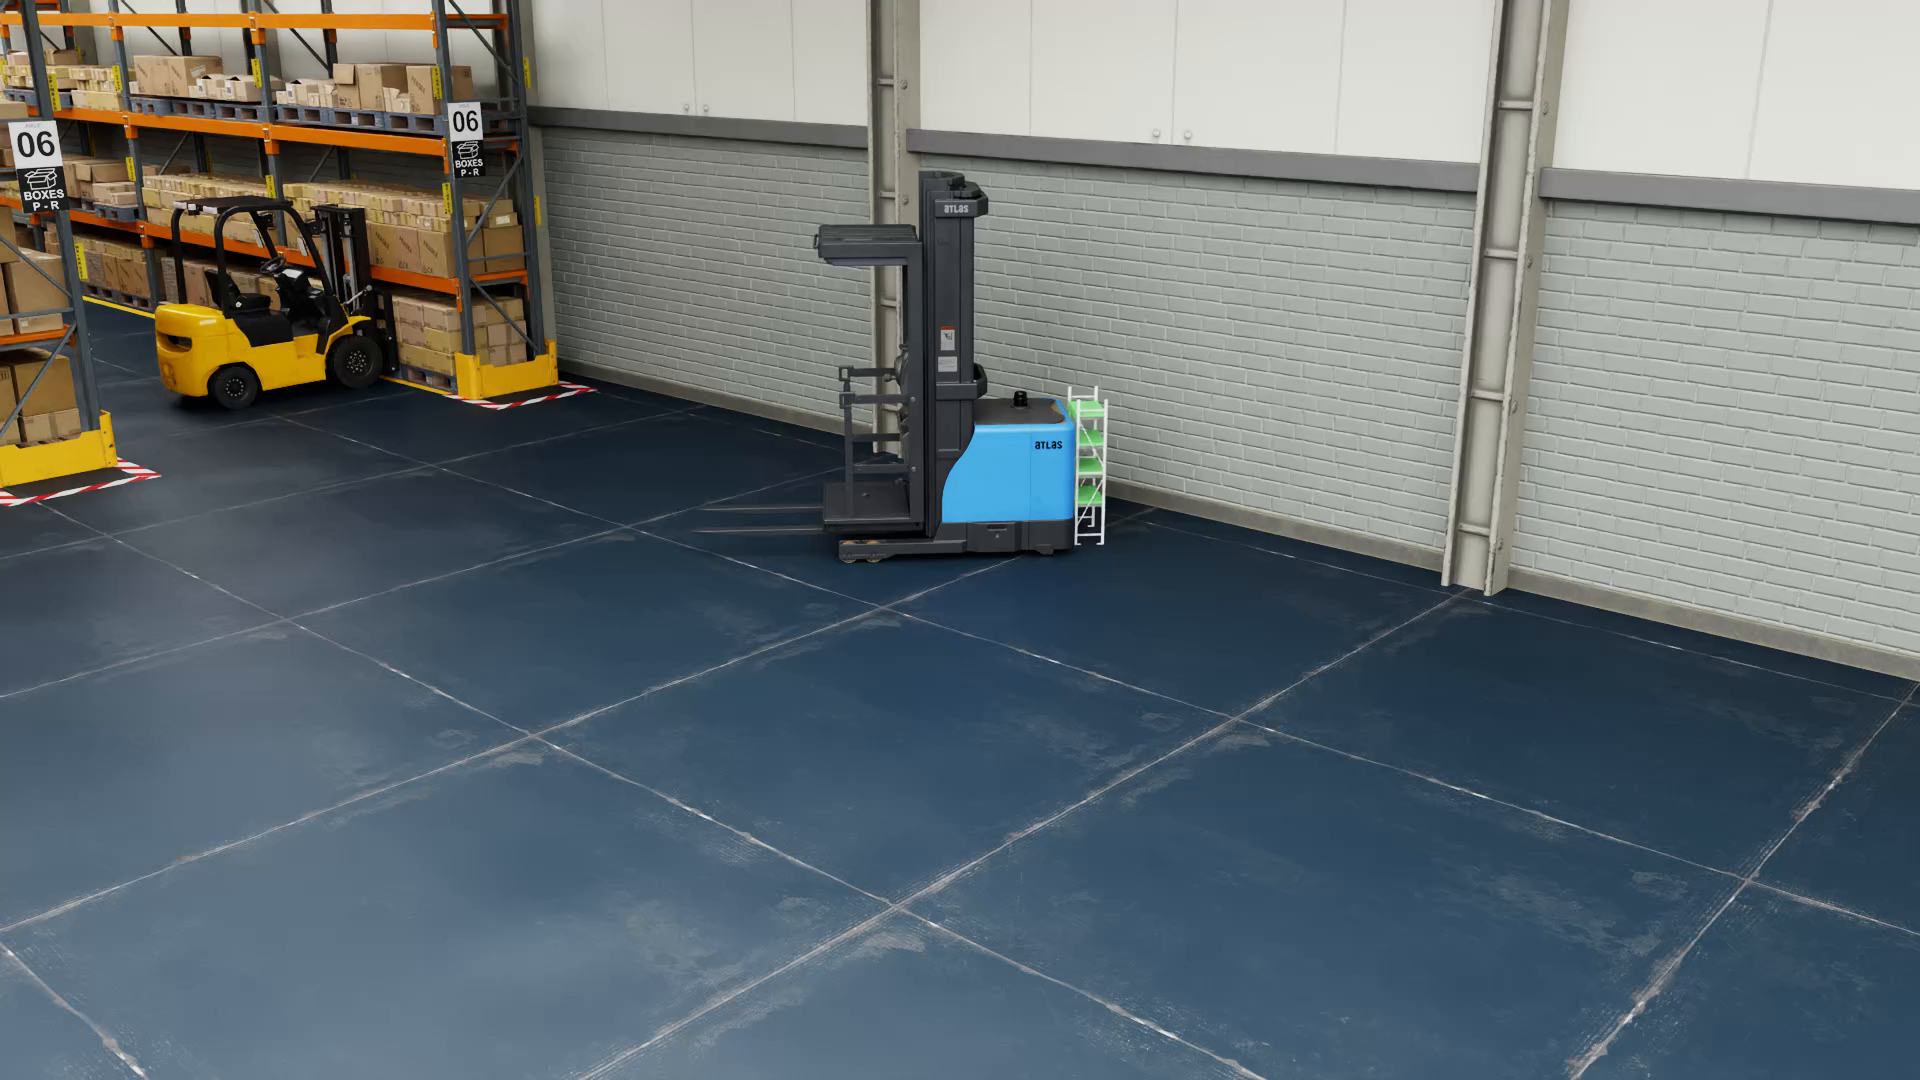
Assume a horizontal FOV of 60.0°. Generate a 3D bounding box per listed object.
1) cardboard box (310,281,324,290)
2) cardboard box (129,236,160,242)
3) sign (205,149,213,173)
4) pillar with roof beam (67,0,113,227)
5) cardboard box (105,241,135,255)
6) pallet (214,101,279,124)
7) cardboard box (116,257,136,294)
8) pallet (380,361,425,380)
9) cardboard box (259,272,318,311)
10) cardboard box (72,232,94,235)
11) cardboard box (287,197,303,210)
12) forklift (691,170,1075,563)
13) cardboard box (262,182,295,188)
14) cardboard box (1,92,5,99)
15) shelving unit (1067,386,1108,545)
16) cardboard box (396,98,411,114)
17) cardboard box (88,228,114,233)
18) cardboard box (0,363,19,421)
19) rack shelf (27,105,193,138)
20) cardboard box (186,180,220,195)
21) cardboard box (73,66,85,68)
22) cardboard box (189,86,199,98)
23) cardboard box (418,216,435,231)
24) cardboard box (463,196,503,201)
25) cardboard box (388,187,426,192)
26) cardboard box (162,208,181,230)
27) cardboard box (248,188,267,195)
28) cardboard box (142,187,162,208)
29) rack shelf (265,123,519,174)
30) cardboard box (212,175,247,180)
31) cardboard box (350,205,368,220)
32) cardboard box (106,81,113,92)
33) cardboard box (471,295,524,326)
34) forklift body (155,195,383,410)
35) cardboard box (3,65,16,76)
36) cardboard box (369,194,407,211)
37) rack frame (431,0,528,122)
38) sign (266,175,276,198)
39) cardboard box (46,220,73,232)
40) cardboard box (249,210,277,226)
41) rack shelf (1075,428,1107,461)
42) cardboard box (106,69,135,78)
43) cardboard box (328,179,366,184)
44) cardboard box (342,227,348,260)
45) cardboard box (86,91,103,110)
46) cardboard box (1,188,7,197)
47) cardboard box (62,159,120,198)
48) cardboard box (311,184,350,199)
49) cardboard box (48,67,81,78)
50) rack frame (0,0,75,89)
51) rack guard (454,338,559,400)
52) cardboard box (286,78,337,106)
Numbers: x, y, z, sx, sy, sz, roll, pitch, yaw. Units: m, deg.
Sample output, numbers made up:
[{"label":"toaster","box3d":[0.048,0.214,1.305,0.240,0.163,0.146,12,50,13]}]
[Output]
[{"label":"cardboard box","box3d":[-7.637,-3.050,20.463,0.500,0.250,0.500,15,23,39]},{"label":"cardboard box","box3d":[-12.344,-4.501,25.201,0.250,0.149,0.380,15,23,40]},{"label":"sign","box3d":[-10.792,-5.438,23.875,0.005,0.325,0.100,15,23,39]},{"label":"pillar with roof beam","box3d":[-16.930,-7.793,23.290,0.400,9.000,9.100,15,23,39]},{"label":"cardboard box","box3d":[-12.442,-4.344,24.706,0.250,0.149,0.380,15,23,38]},{"label":"pallet","box3d":[-8.835,-5.470,21.246,1.217,0.209,0.805,14,22,37]},{"label":"cardboard box","box3d":[-11.984,-3.908,24.406,0.500,0.500,0.500,15,23,38]},{"label":"pallet","box3d":[-6.683,-2.214,20.239,1.213,0.211,1.003,15,23,39]},{"label":"cardboard box","box3d":[-8.564,-3.128,21.740,0.625,0.625,0.875,16,24,42]},{"label":"cardboard box","box3d":[-13.600,-4.662,25.709,0.250,0.149,0.380,14,22,36]},{"label":"cardboard box","box3d":[-8.103,-4.191,20.619,0.250,0.149,0.380,15,23,38]},{"label":"forklift","box3d":[-0.629,-1.383,13.125,3.031,2.935,1.130,-1,18,-4]},{"label":"cardboard box","box3d":[-9.013,-4.652,22.072,0.250,0.149,0.380,15,23,39]},{"label":"cardboard box","box3d":[-14.615,-6.879,25.784,0.250,0.149,0.380,15,23,39]},{"label":"shelving unit","box3d":[1.026,-0.609,13.548,0.258,1.200,0.503,-1,18,-4]},{"label":"cardboard box","box3d":[-5.996,-4.810,18.405,0.250,0.149,0.380,14,22,38]},{"label":"cardboard box","box3d":[-13.483,-4.821,26.210,0.250,0.149,0.380,15,23,39]},{"label":"cardboard box","box3d":[-9.239,-1.379,15.610,0.500,0.500,0.500,15,23,40]},{"label":"rack shelf","box3d":[-12.654,-6.249,24.573,4.000,0.370,1.077,15,23,39]},{"label":"cardboard box","box3d":[-10.143,-4.730,22.319,0.250,0.149,0.380,16,23,40]},{"label":"cardboard box","box3d":[-12.915,-6.958,24.683,0.250,0.149,0.380,15,23,40]},{"label":"cardboard box","box3d":[-9.767,-5.822,21.595,0.250,0.149,0.380,15,23,39]},{"label":"cardboard box","box3d":[-5.831,-3.562,18.638,0.250,0.149,0.380,16,23,40]},{"label":"cardboard box","box3d":[-5.441,-3.836,19.011,0.250,0.149,0.380,16,24,41]},{"label":"cardboard box","box3d":[-6.622,-4.138,19.961,0.250,0.149,0.380,16,24,41]},{"label":"cardboard box","box3d":[-10.616,-4.442,22.899,0.500,0.250,0.500,14,23,38]},{"label":"cardboard box","box3d":[-8.922,-4.441,21.409,0.250,0.149,0.380,15,23,39]},{"label":"cardboard box","box3d":[-11.005,-4.777,23.127,0.500,0.250,0.500,15,23,39]},{"label":"rack shelf","box3d":[-6.670,-4.642,19.512,4.000,0.370,1.077,15,23,39]},{"label":"cardboard box","box3d":[-10.127,-4.971,23.079,0.250,0.149,0.380,14,23,38]},{"label":"cardboard box","box3d":[-6.959,-3.876,19.627,0.250,0.149,0.380,14,23,38]},{"label":"cardboard box","box3d":[-11.764,-6.382,23.392,0.250,0.149,0.380,14,23,38]},{"label":"cardboard box","box3d":[-5.408,-2.660,19.231,0.500,0.250,0.500,15,23,38]},{"label":"forklift body","box3d":[-7.804,-2.717,18.619,1.214,2.155,2.313,15,23,39]},{"label":"cardboard box","box3d":[-14.218,-7.104,25.142,0.250,0.149,0.380,16,24,41]},{"label":"cardboard box","box3d":[-6.604,-3.910,19.245,0.250,0.149,0.380,16,23,40]},{"label":"rack frame","box3d":[-5.175,-6.013,17.684,0.127,3.000,1.000,15,23,39]},{"label":"sign","box3d":[-8.519,-4.347,20.566,0.005,0.325,0.100,15,23,39]},{"label":"cardboard box","box3d":[-14.018,-4.905,25.981,0.250,0.149,0.380,15,23,38]},{"label":"cardboard box","box3d":[-8.703,-4.165,21.197,0.500,0.250,0.500,14,23,38]},{"label":"rack shelf","box3d":[1.026,-0.777,13.495,0.258,0.148,0.480,-1,18,-4]},{"label":"cardboard box","box3d":[-11.738,-6.529,23.365,0.250,0.149,0.380,14,22,37]},{"label":"cardboard box","box3d":[-7.727,-4.460,20.977,0.250,0.149,0.380,15,23,39]},{"label":"cardboard box","box3d":[-7.228,-3.654,20.003,0.500,0.500,0.500,15,23,39]},{"label":"cardboard box","box3d":[-12.080,-6.267,23.691,0.500,0.250,0.500,15,23,39]},{"label":"cardboard box","box3d":[-15.154,-5.603,26.725,0.250,0.149,0.380,16,23,41]},{"label":"cardboard box","box3d":[-12.962,-5.402,24.815,0.500,0.500,0.700,15,23,39]},{"label":"cardboard box","box3d":[-7.673,-4.243,20.295,0.250,0.149,0.380,14,23,38]},{"label":"cardboard box","box3d":[-13.027,-6.808,24.210,0.250,0.149,0.380,15,23,40]},{"label":"rack frame","box3d":[-14.150,-8.423,25.276,0.127,3.000,1.000,15,23,39]},{"label":"rack guard","box3d":[-5.157,-1.958,18.954,0.348,0.500,1.175,15,23,39]},{"label":"cardboard box","box3d":[-7.706,-5.370,19.903,0.500,0.311,0.500,16,23,40]}]
